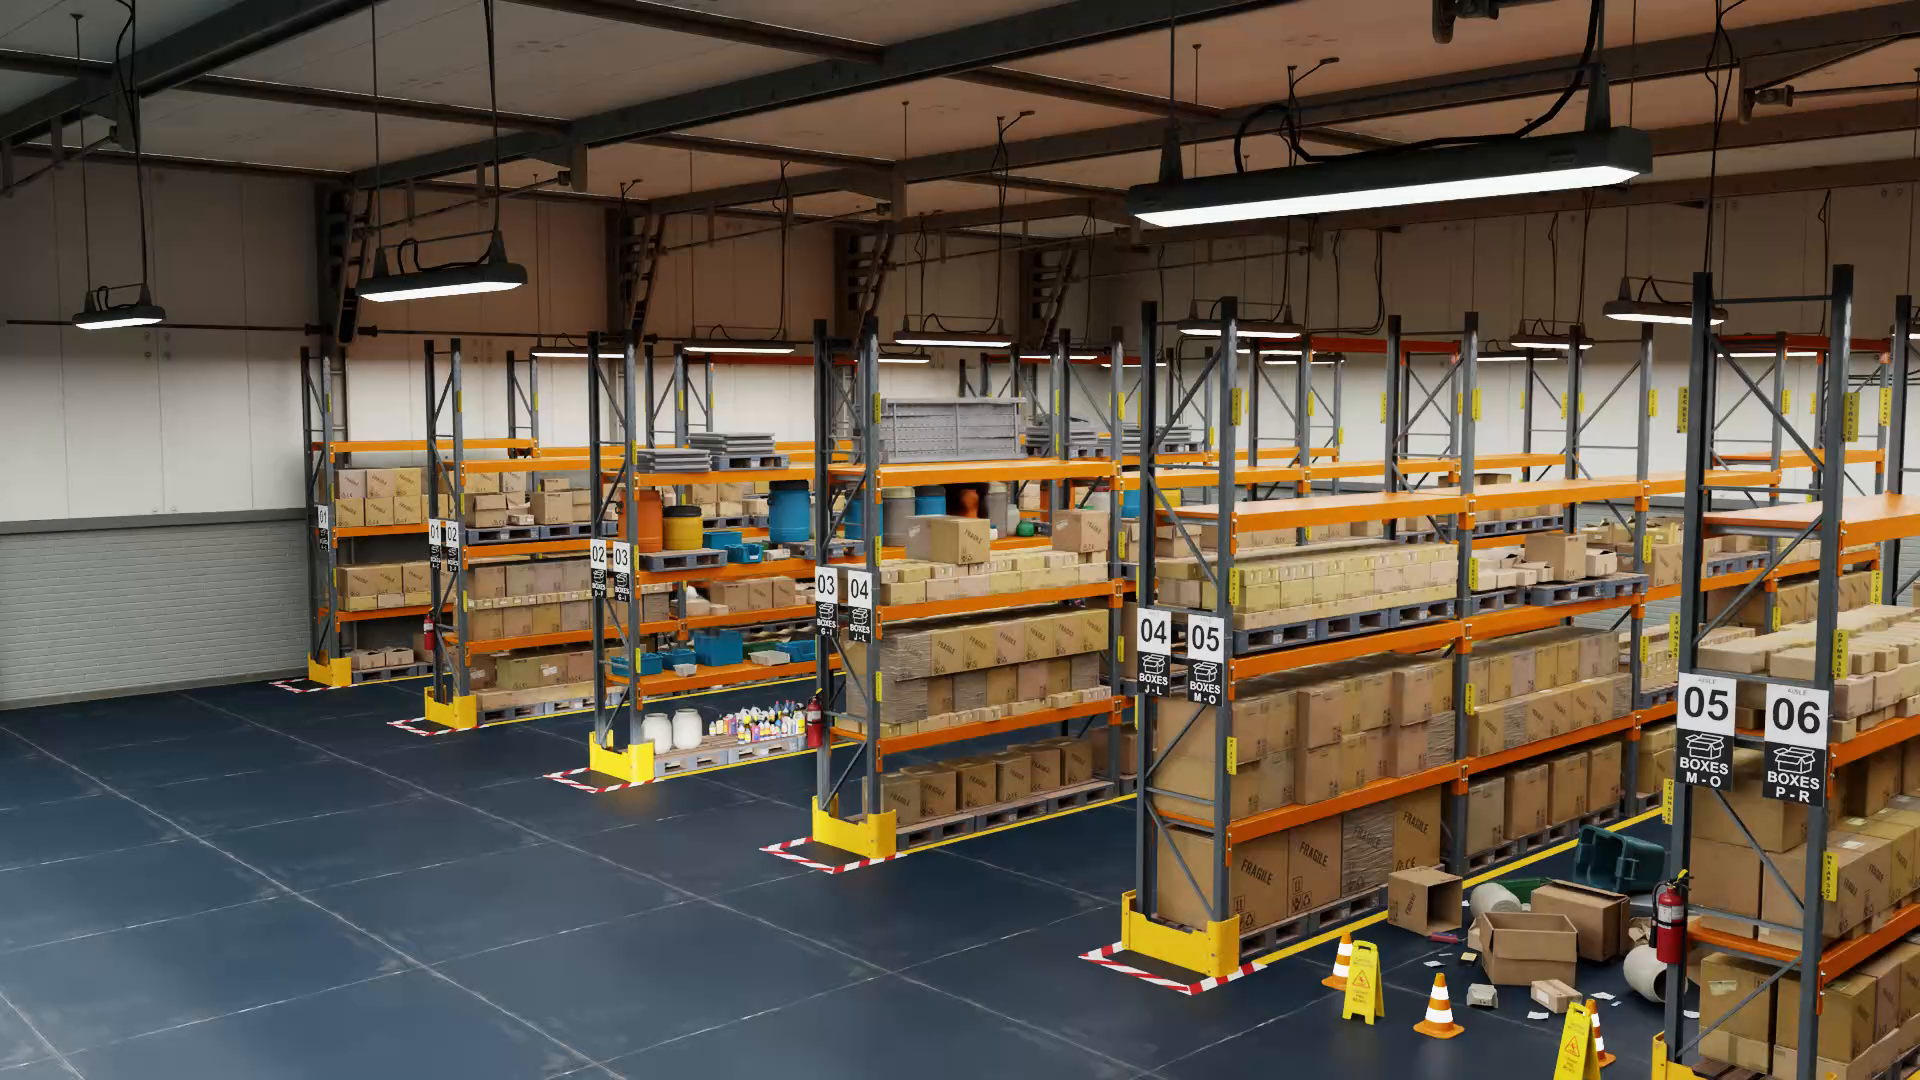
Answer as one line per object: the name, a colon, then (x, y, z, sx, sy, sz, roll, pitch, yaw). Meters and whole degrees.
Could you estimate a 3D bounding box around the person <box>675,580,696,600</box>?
person: (-5.207, 1.518, 31.679, 0.660, 1.829, 0.749, 5, 7, 42)

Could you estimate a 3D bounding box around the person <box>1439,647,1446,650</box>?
person: (6.432, 1.878, 22.263, 0.710, 0.867, 0.606, 5, 7, 43)
